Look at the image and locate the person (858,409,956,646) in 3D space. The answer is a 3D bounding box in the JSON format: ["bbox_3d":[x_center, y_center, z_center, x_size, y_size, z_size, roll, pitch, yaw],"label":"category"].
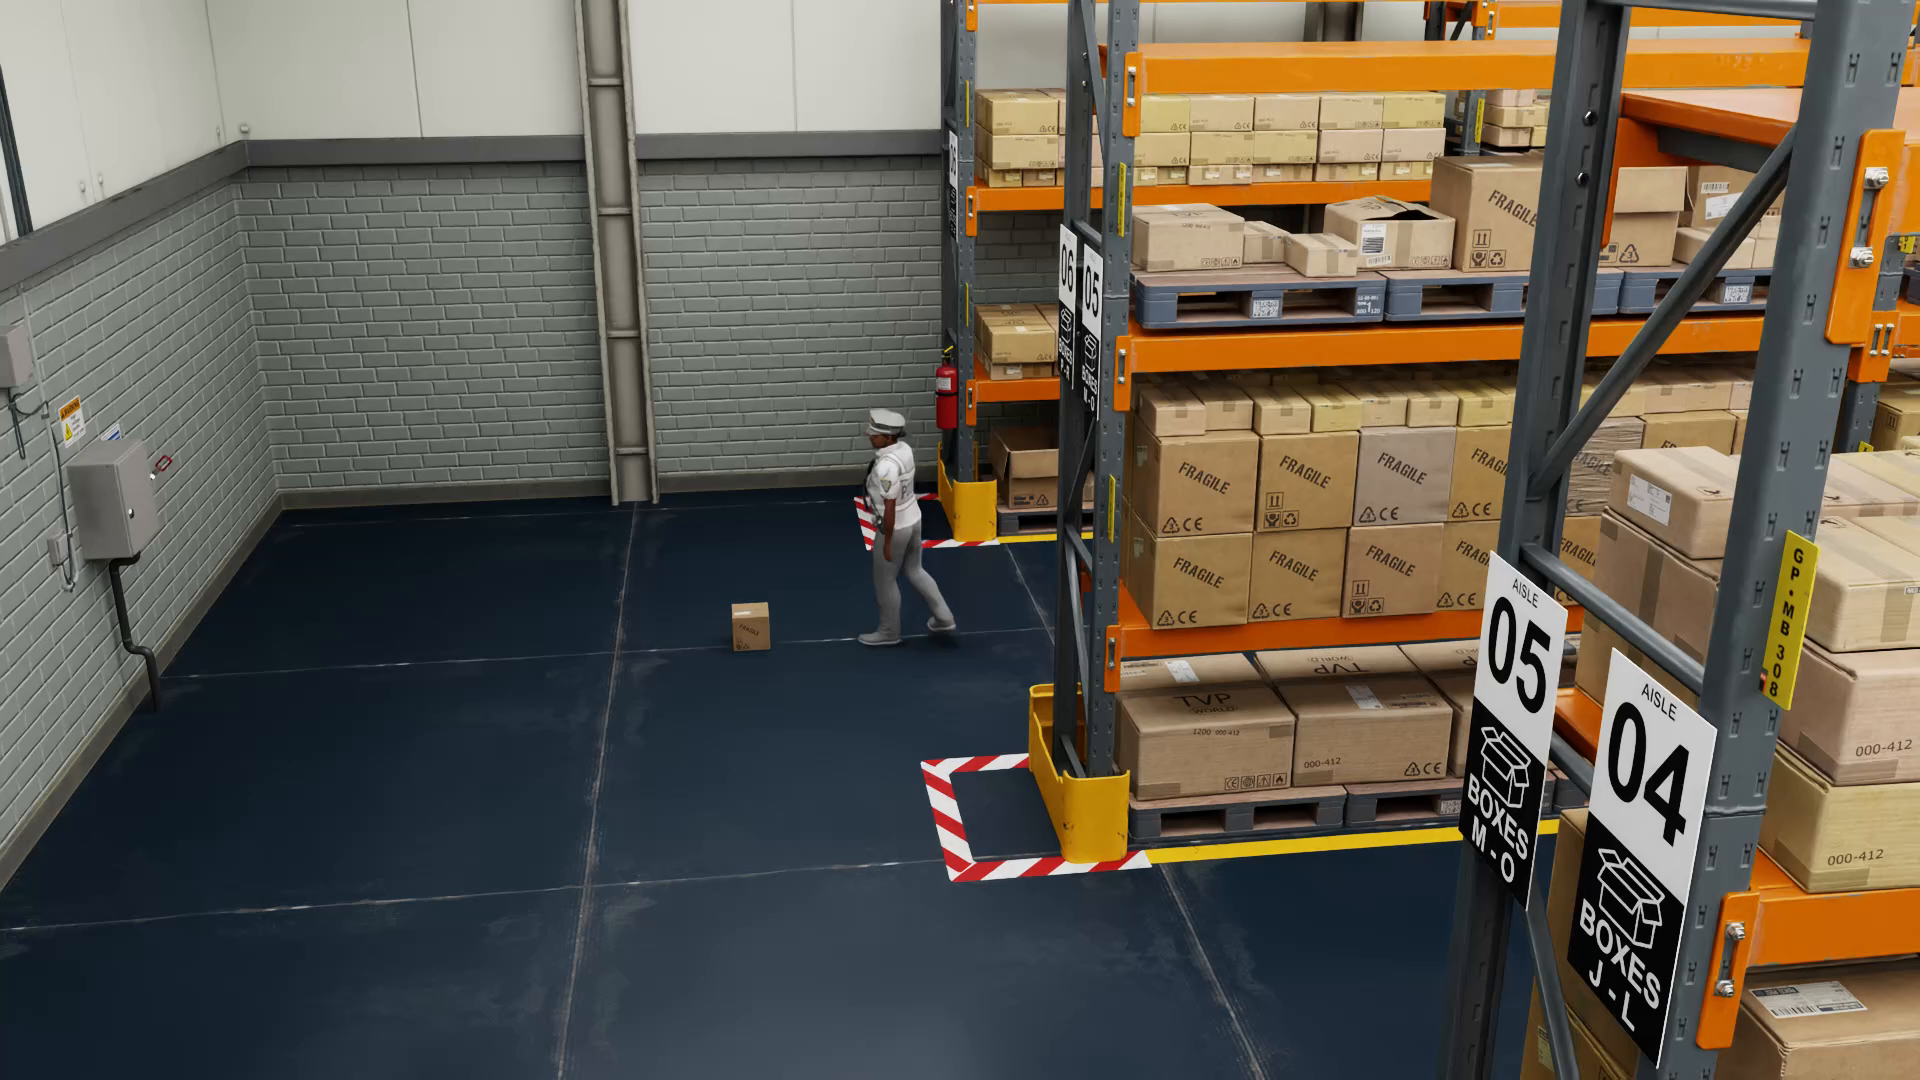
[{"bbox_3d":[-0.363,-0.072,11.248,0.656,1.663,0.479,7,21,18],"label":"person"}]
